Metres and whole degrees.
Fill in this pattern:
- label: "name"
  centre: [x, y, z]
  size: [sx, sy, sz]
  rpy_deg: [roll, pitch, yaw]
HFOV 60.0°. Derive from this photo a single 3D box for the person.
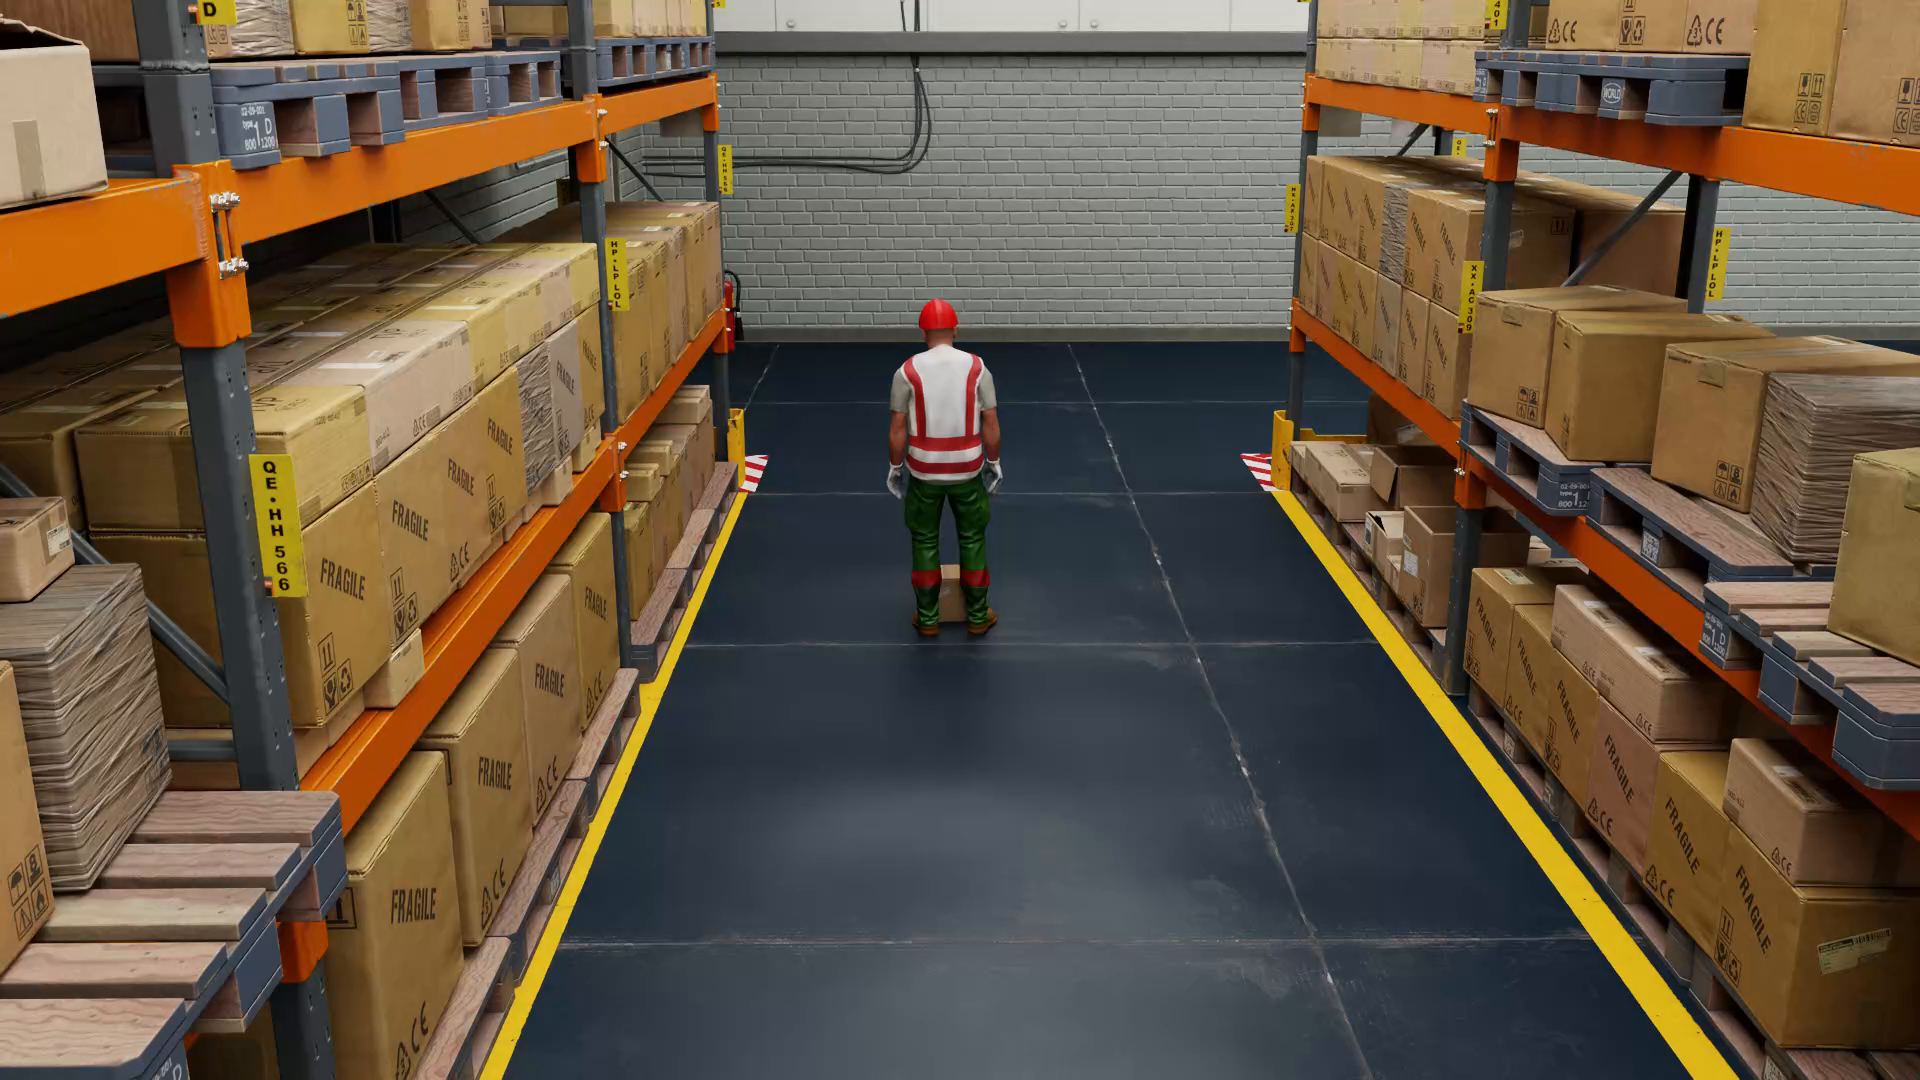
- label: "person"
  centre: [-0.080, -0.370, 8.735]
  size: [0.611, 1.778, 0.451]
  rpy_deg: [-1, 17, -4]
